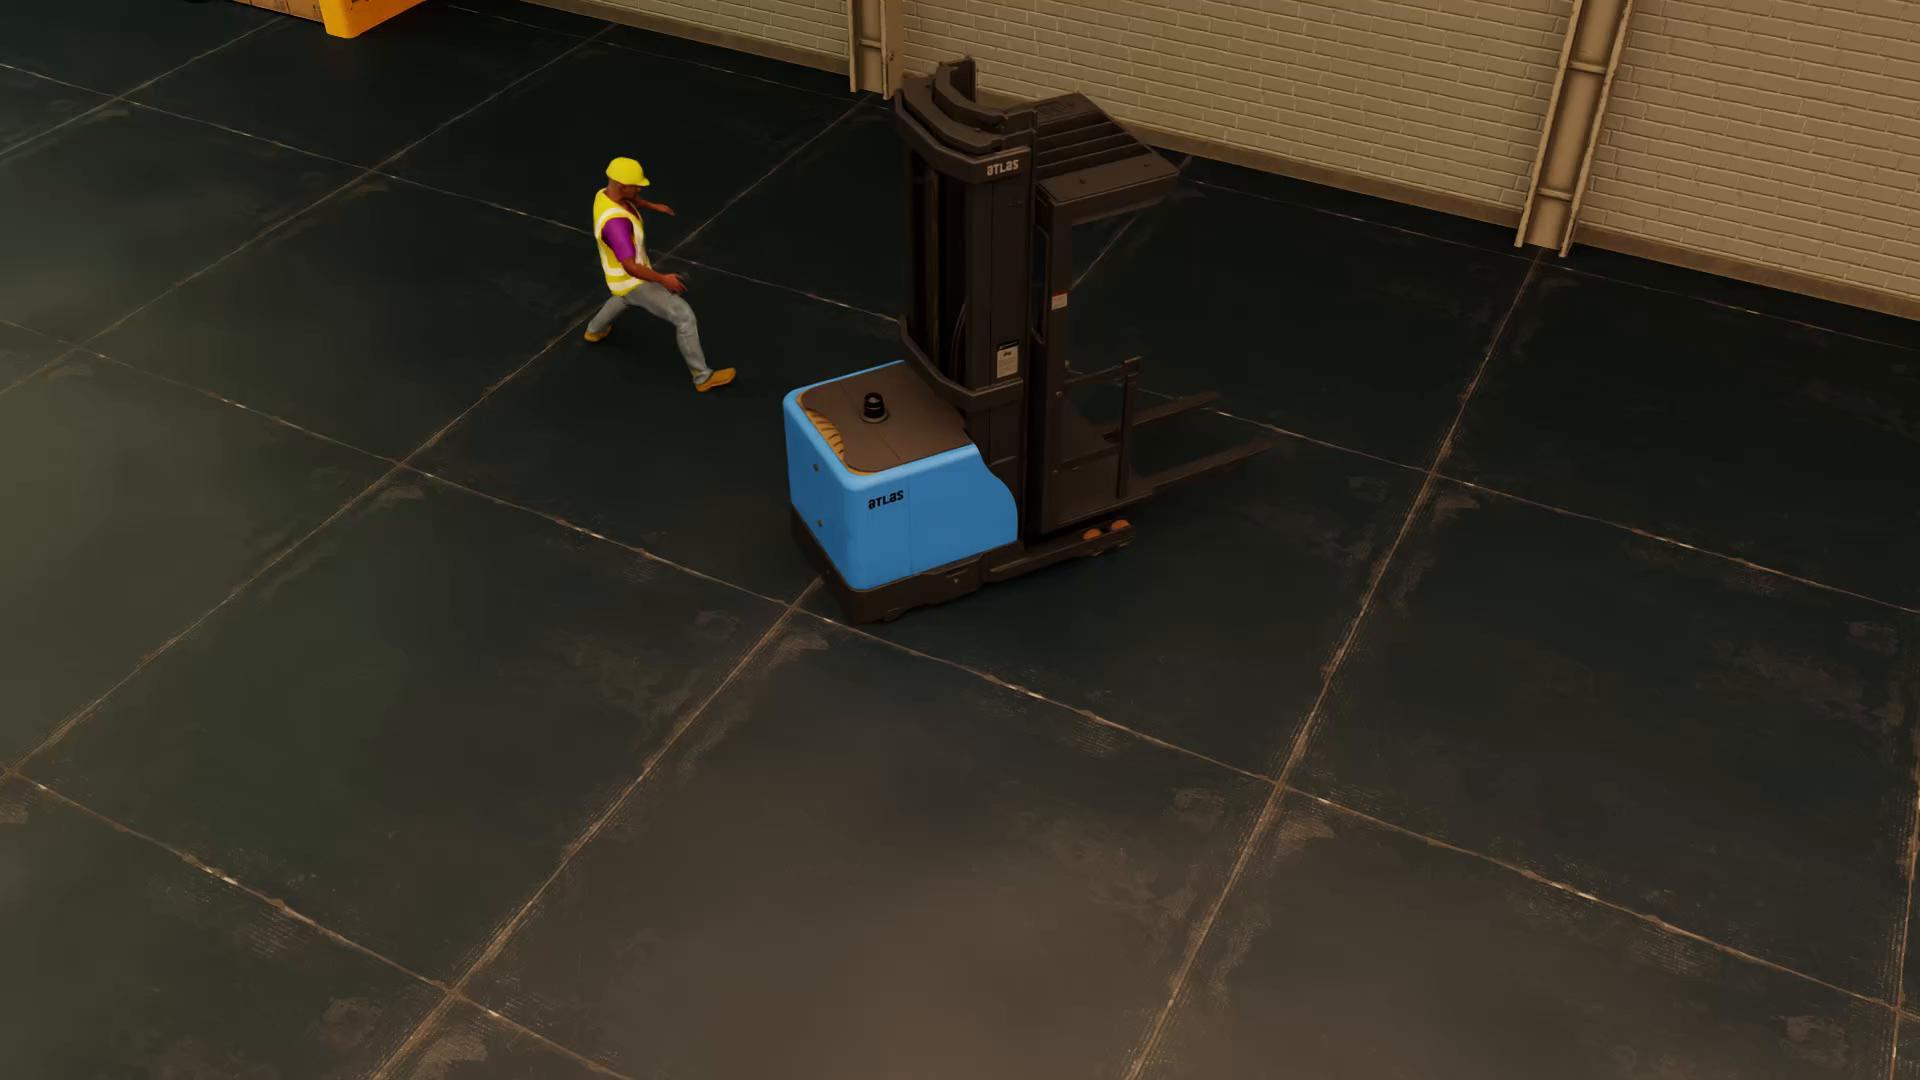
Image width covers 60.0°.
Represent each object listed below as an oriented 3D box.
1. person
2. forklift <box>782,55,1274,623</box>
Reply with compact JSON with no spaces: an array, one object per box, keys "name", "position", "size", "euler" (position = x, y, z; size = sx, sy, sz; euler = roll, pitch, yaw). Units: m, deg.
[{"name":"person","position":[-2.134,-1.891,11.308],"size":[0.980,1.600,1.069],"euler":[-10,41,-11]},{"name":"forklift","position":[0.509,-1.308,9.540],"size":[3.031,2.935,1.130],"euler":[-18,43,-20]}]
